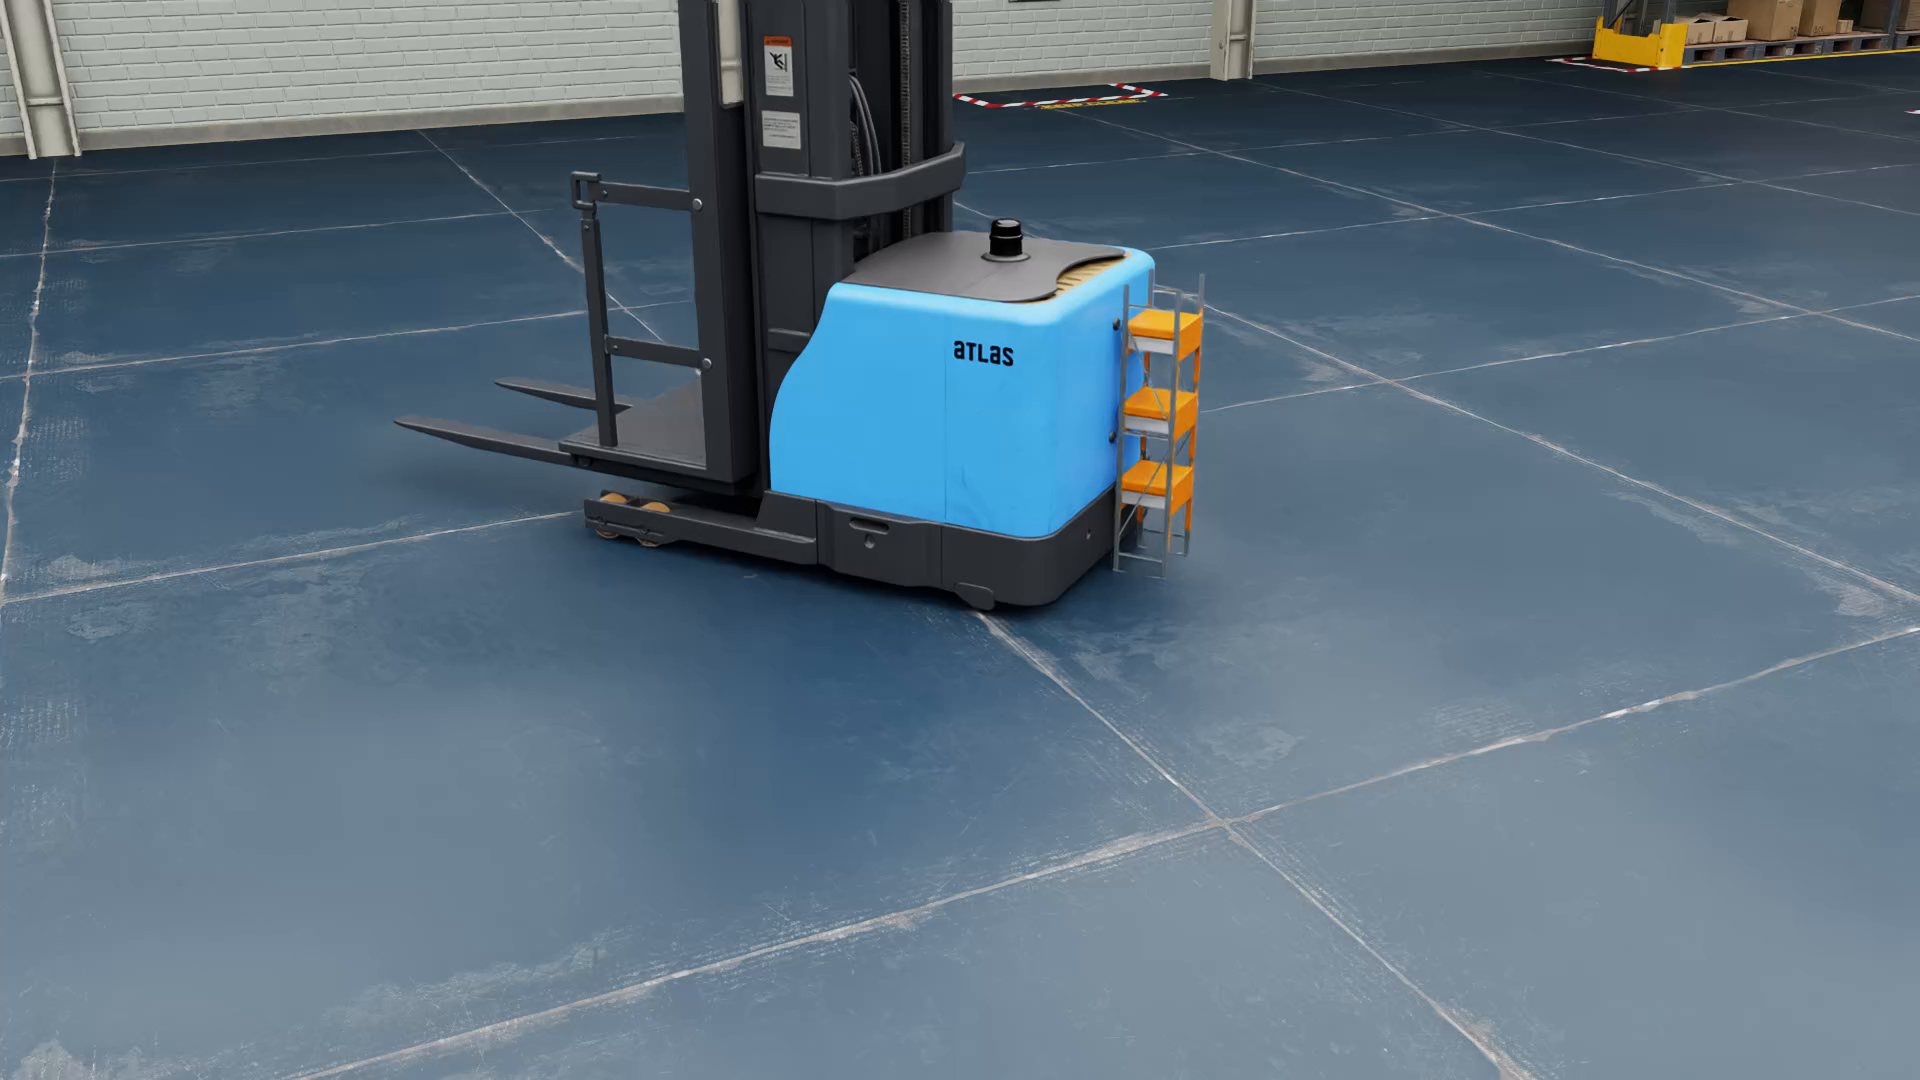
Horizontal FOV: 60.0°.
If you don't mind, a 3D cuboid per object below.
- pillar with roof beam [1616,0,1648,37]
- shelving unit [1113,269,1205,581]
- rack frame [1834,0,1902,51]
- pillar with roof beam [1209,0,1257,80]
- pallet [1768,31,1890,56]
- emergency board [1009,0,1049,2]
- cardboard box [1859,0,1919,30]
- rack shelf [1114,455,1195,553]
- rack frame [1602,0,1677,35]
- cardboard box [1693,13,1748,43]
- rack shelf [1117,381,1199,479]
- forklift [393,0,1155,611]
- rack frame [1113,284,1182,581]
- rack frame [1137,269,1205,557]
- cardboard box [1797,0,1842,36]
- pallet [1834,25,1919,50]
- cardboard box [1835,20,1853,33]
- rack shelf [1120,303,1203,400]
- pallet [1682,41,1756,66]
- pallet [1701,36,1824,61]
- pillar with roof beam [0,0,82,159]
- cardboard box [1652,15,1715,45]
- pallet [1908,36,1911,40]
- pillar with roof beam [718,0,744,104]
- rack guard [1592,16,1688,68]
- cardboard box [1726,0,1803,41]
[{"bbox_3d":[10.364,-8.952,16.111,0.400,9.000,9.100,-10,25,-24],"label":"pillar with roof beam"},{"bbox_3d":[0.695,-0.399,5.842,0.215,1.050,0.252,11,25,24],"label":"shelving unit"},{"bbox_3d":[11.845,-7.913,21.445,0.127,3.000,1.000,-10,25,-24],"label":"rack frame"},{"bbox_3d":[4.958,-7.957,13.707,0.400,9.000,9.100,-10,25,-24],"label":"pillar with roof beam"},{"bbox_3d":[11.256,-6.501,21.680,1.213,0.211,1.003,-10,25,-24],"label":"pallet"},{"bbox_3d":[0.831,-6.277,17.492,0.626,1.169,0.157,-10,25,-24],"label":"emergency board"},{"bbox_3d":[12.501,-7.089,22.148,0.500,0.500,0.700,-10,24,-22],"label":"cardboard box"},{"bbox_3d":[0.695,-0.133,5.952,0.215,0.259,0.240,11,25,24],"label":"rack shelf"},{"bbox_3d":[8.241,-7.250,19.842,0.127,3.000,1.000,-10,25,-24],"label":"rack frame"},{"bbox_3d":[9.417,-6.389,20.703,0.500,0.311,0.500,-8,24,-19],"label":"cardboard box"},{"bbox_3d":[0.695,-0.390,5.846,0.215,0.259,0.240,11,25,24],"label":"rack shelf"},{"bbox_3d":[-0.839,-1.494,6.026,3.031,2.935,1.130,11,25,25],"label":"forklift"},{"bbox_3d":[0.642,-0.357,5.741,0.200,1.050,0.008,11,25,24],"label":"rack frame"},{"bbox_3d":[0.749,-0.441,5.943,0.200,1.050,0.008,11,25,24],"label":"rack frame"},{"bbox_3d":[10.928,-6.776,21.390,0.500,0.500,0.500,-12,26,-28],"label":"cardboard box"},{"bbox_3d":[12.546,-6.754,22.292,1.213,0.211,1.003,-10,25,-24],"label":"pallet"},{"bbox_3d":[11.376,-6.708,21.663,0.250,0.166,0.380,-14,26,-30],"label":"cardboard box"},{"bbox_3d":[0.695,-0.652,5.738,0.215,0.259,0.240,11,25,24],"label":"rack shelf"},{"bbox_3d":[9.057,-6.096,20.702,1.213,0.211,1.003,-10,25,-24],"label":"pallet"},{"bbox_3d":[10.155,-6.297,21.187,1.213,0.211,1.003,-10,25,-24],"label":"pallet"},{"bbox_3d":[-5.855,-5.966,8.898,0.400,9.000,9.100,-10,25,-24],"label":"pillar with roof beam"},{"bbox_3d":[8.904,-6.294,20.475,0.500,0.311,0.500,-14,26,-30],"label":"cardboard box"},{"bbox_3d":[13.647,-6.958,22.784,1.213,0.211,1.003,-10,25,-24],"label":"pallet"},{"bbox_3d":[-0.449,-6.962,11.303,0.400,9.000,9.100,-10,25,-24],"label":"pillar with roof beam"},{"bbox_3d":[8.310,-6.107,20.351,0.348,0.500,1.175,-10,25,-24],"label":"rack guard"},{"bbox_3d":[10.100,-6.581,20.919,0.500,0.500,0.700,-12,25,-27],"label":"cardboard box"}]
